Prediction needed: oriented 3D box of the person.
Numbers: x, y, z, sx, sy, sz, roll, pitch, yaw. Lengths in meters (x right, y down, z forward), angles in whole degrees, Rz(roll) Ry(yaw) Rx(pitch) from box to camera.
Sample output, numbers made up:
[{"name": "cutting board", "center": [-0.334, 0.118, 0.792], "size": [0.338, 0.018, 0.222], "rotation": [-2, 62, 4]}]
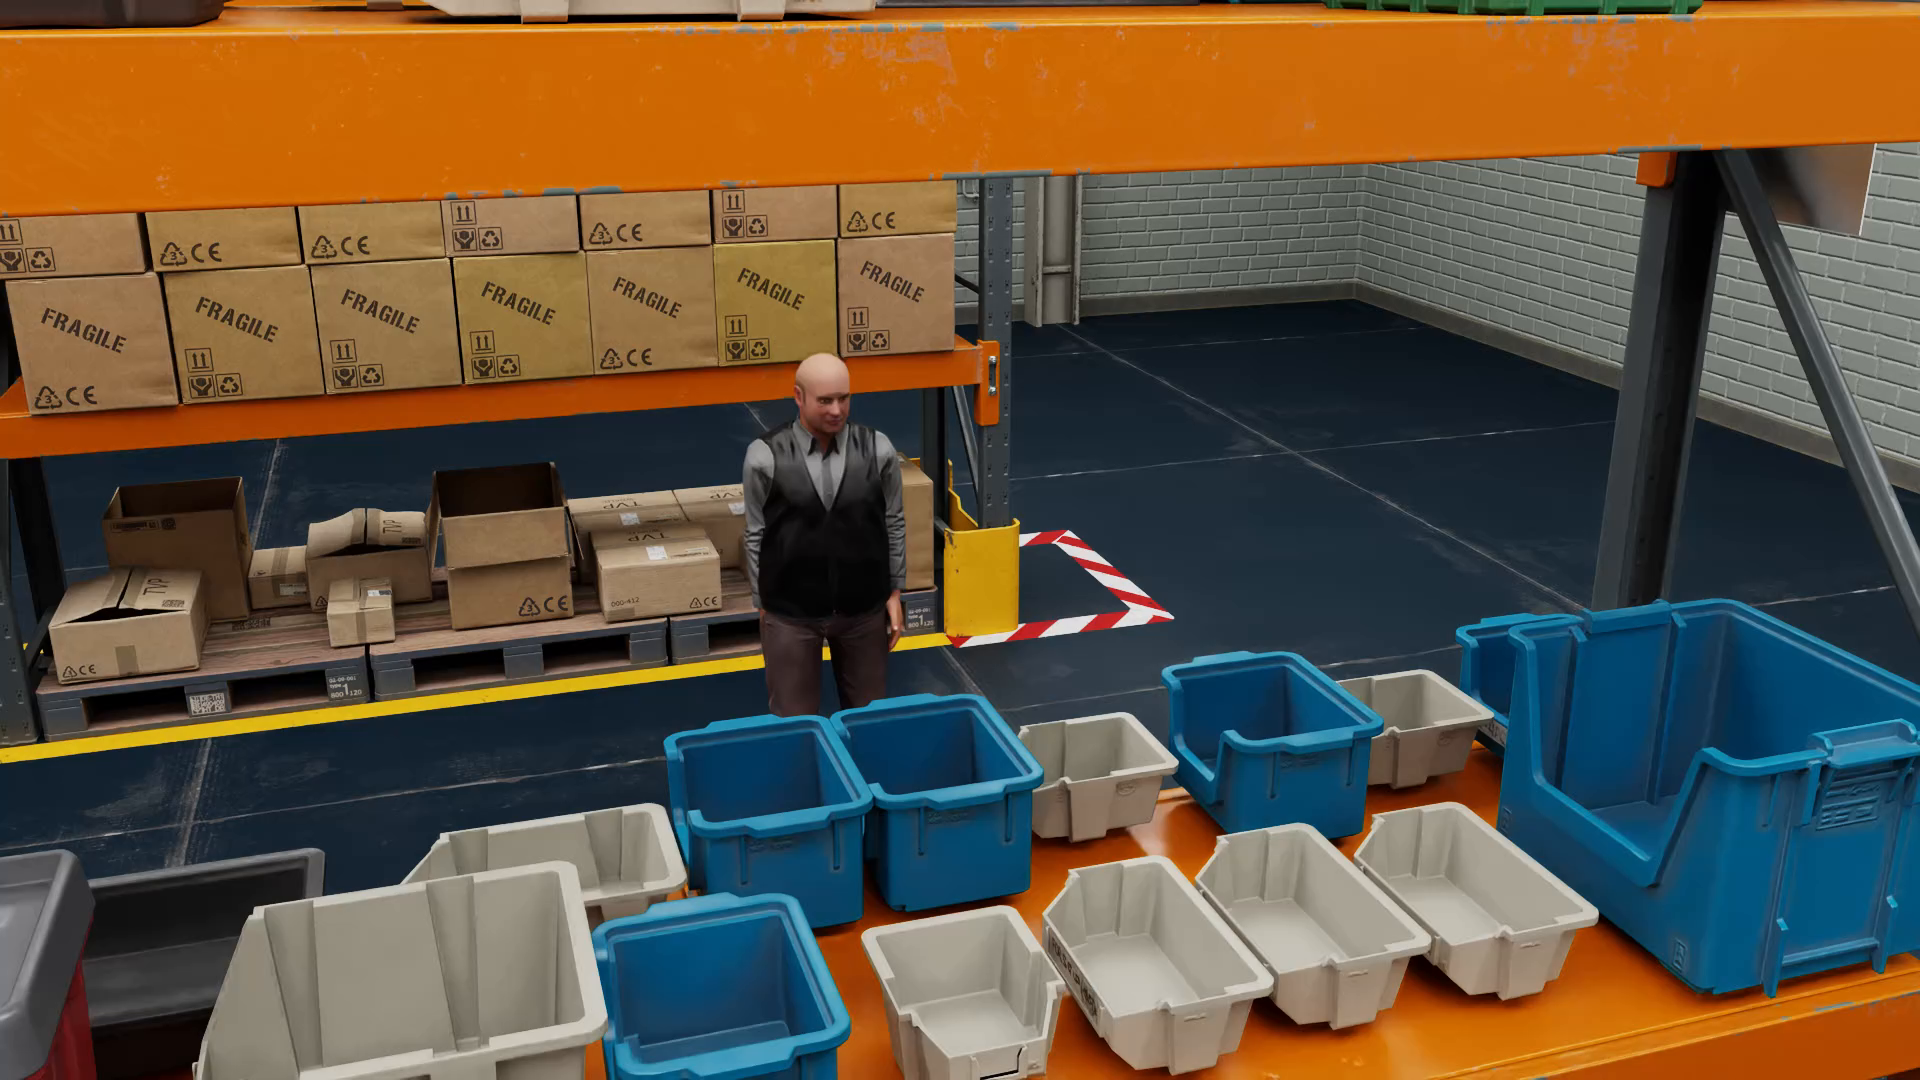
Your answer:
[{"name": "person", "center": [-0.427, 0.233, 5.450], "size": [0.533, 1.714, 0.358], "rotation": [-6, 20, -16]}]
